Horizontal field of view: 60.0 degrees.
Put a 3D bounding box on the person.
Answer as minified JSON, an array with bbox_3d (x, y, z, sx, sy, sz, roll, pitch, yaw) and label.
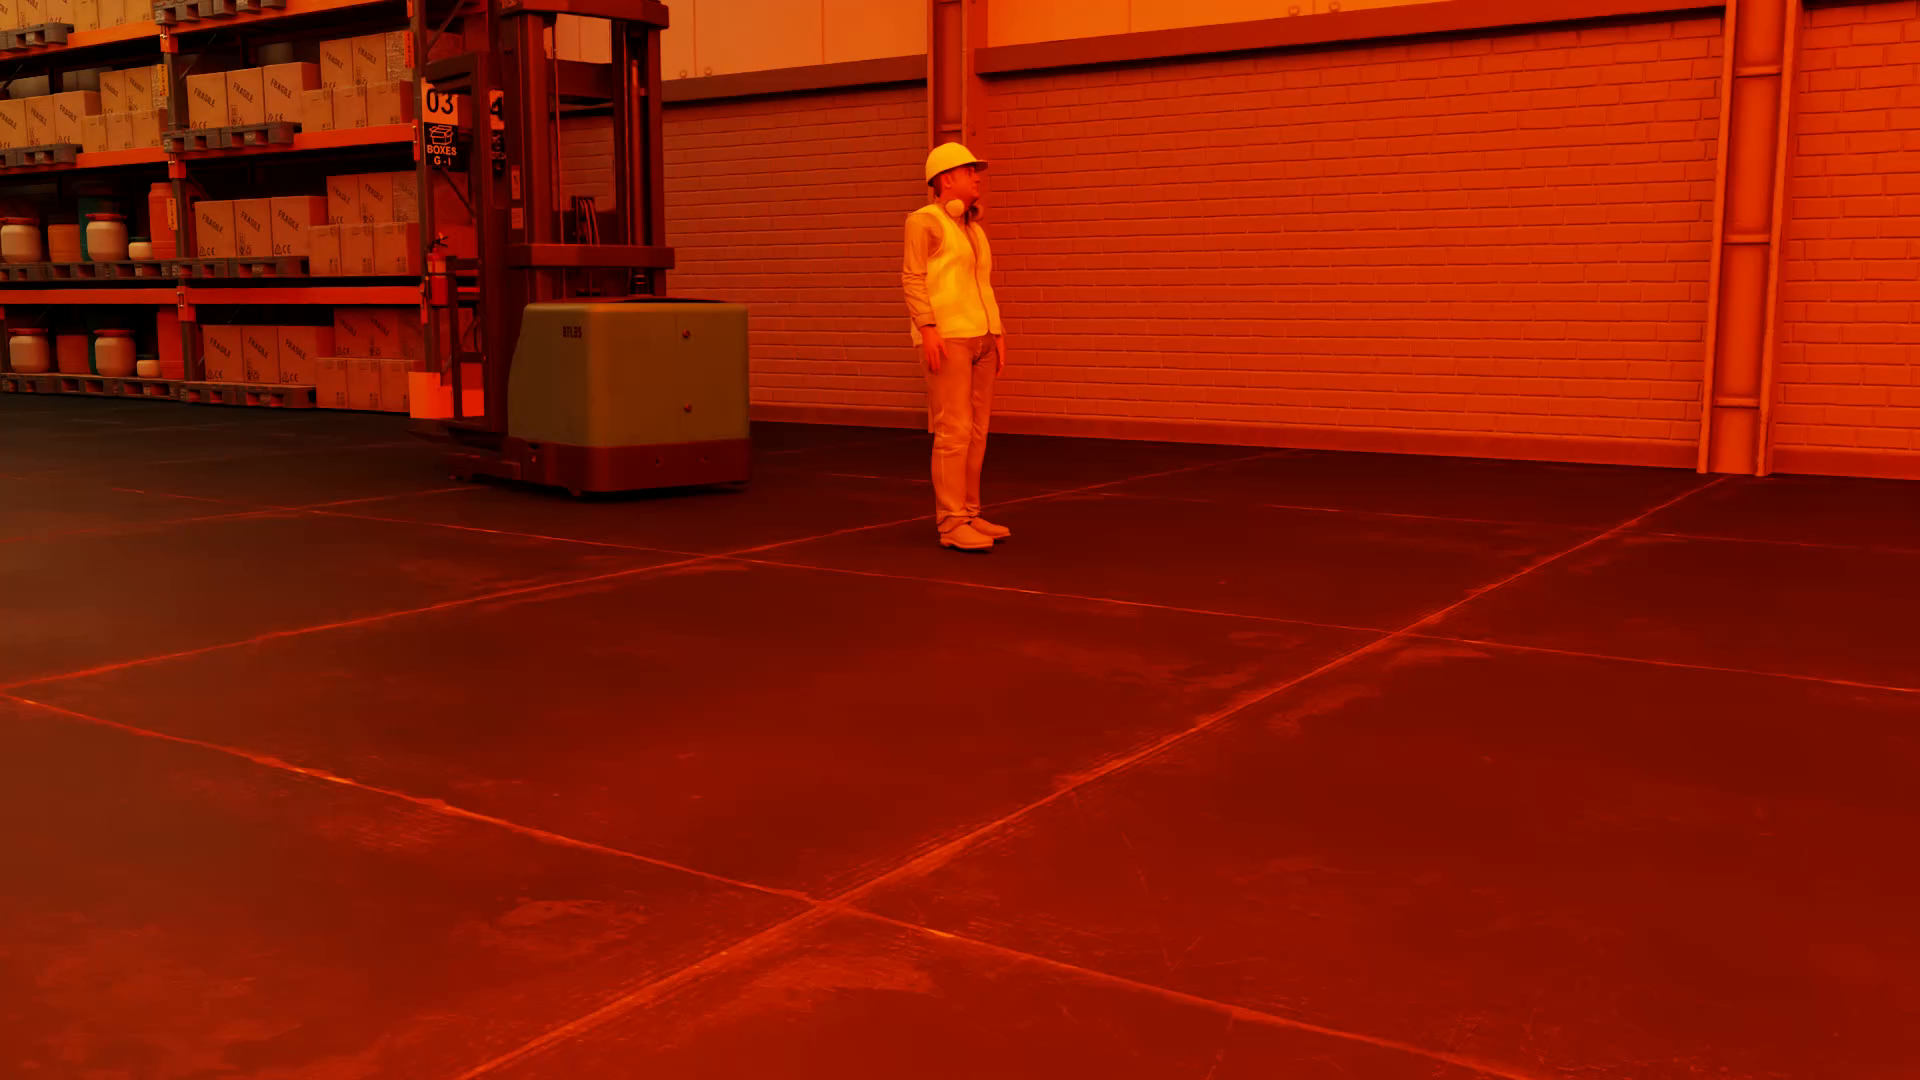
[{"bbox_3d":[0.048,-0.880,7.437,0.566,1.775,0.634,5,10,34],"label":"person"}]

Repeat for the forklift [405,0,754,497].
[{"bbox_3d":[-2.520,-1.841,10.136,1.130,2.935,3.031,-7,11,-40],"label":"forklift"}]
